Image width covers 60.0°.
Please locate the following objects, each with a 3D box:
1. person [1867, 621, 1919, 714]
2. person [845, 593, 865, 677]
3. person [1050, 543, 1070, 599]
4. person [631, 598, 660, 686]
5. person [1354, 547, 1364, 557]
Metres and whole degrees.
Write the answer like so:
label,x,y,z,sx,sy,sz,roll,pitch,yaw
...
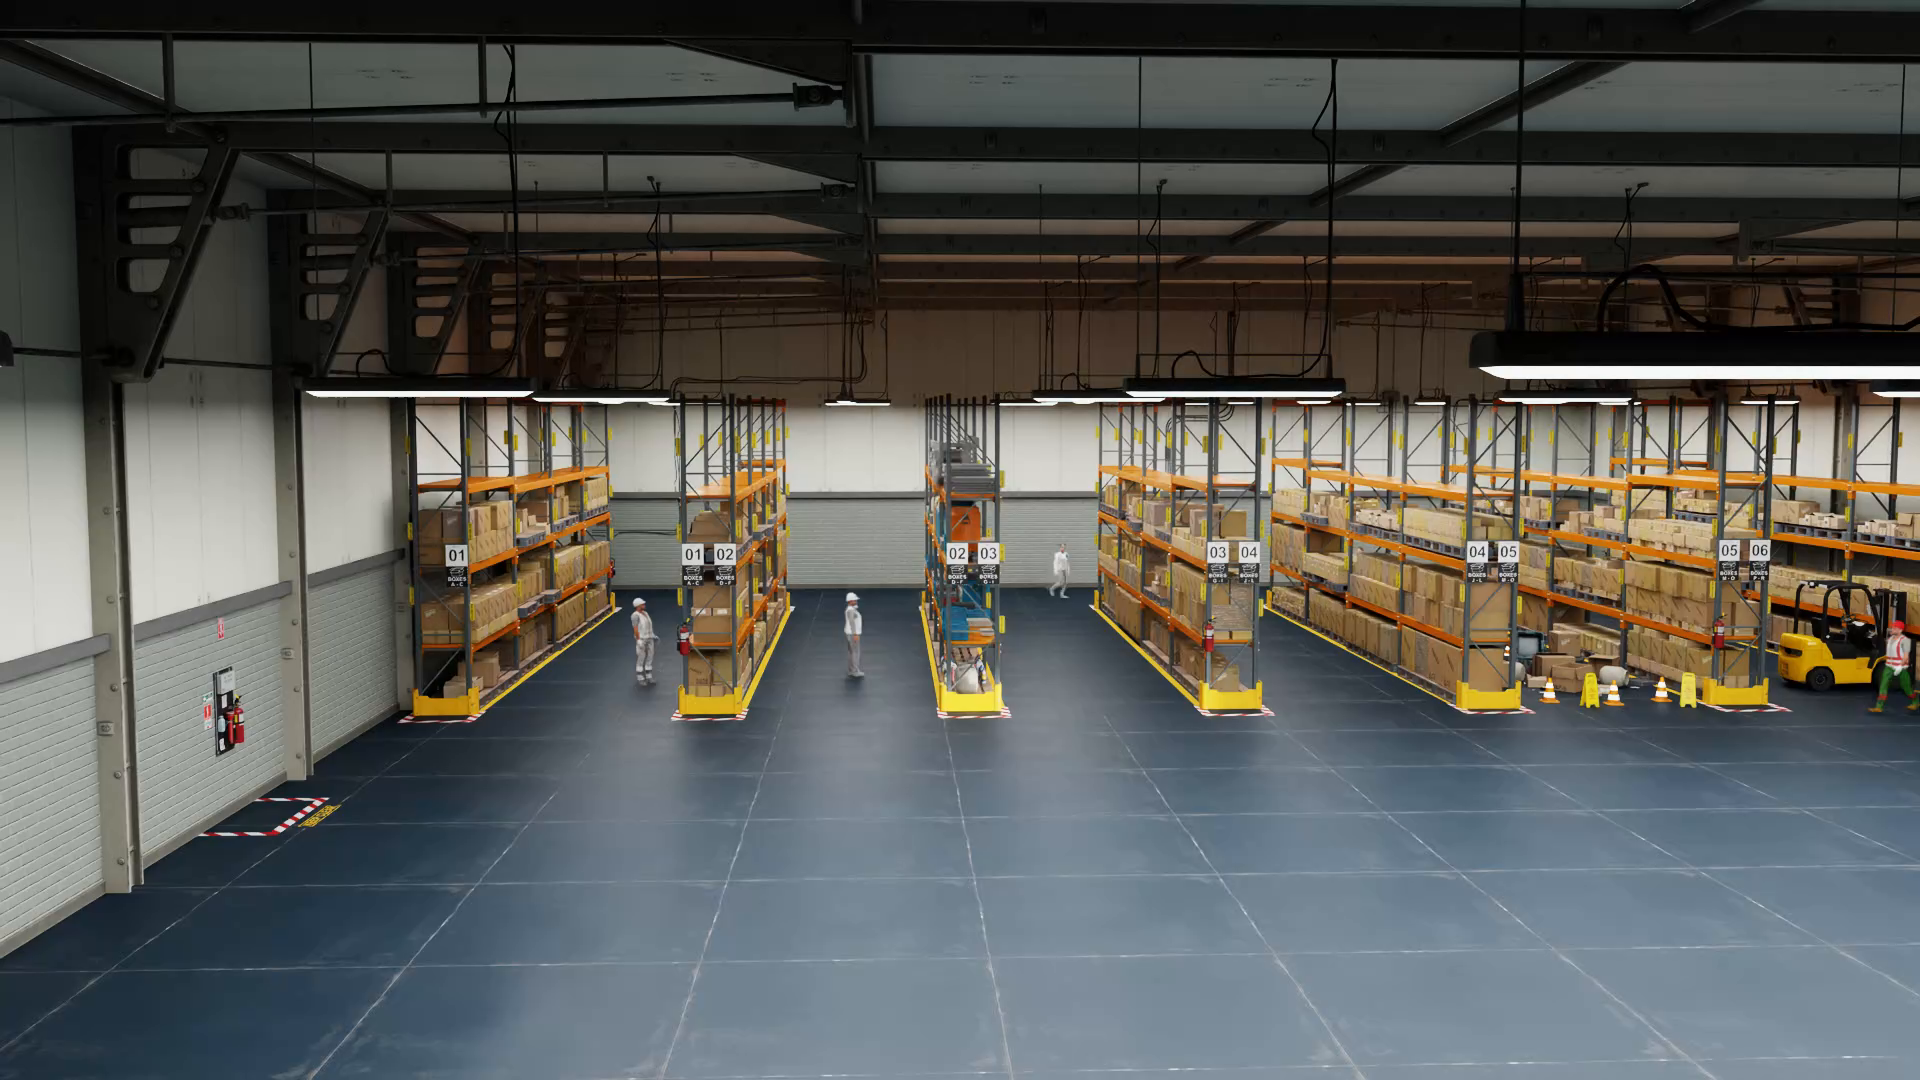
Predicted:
label,x,y,z,sx,sy,sz,roll,pitch,yaw
person,17.561,2.384,31.180,1.082,1.751,0.520,-2,5,-24
person,-2.238,2.017,35.508,0.427,1.772,0.602,-1,5,-10
person,3.024,0.919,50.156,0.554,1.670,0.474,3,5,34
person,-6.556,2.103,34.719,0.518,1.802,0.607,3,6,35
person,11.832,1.048,49.196,0.478,1.687,0.906,0,5,3
